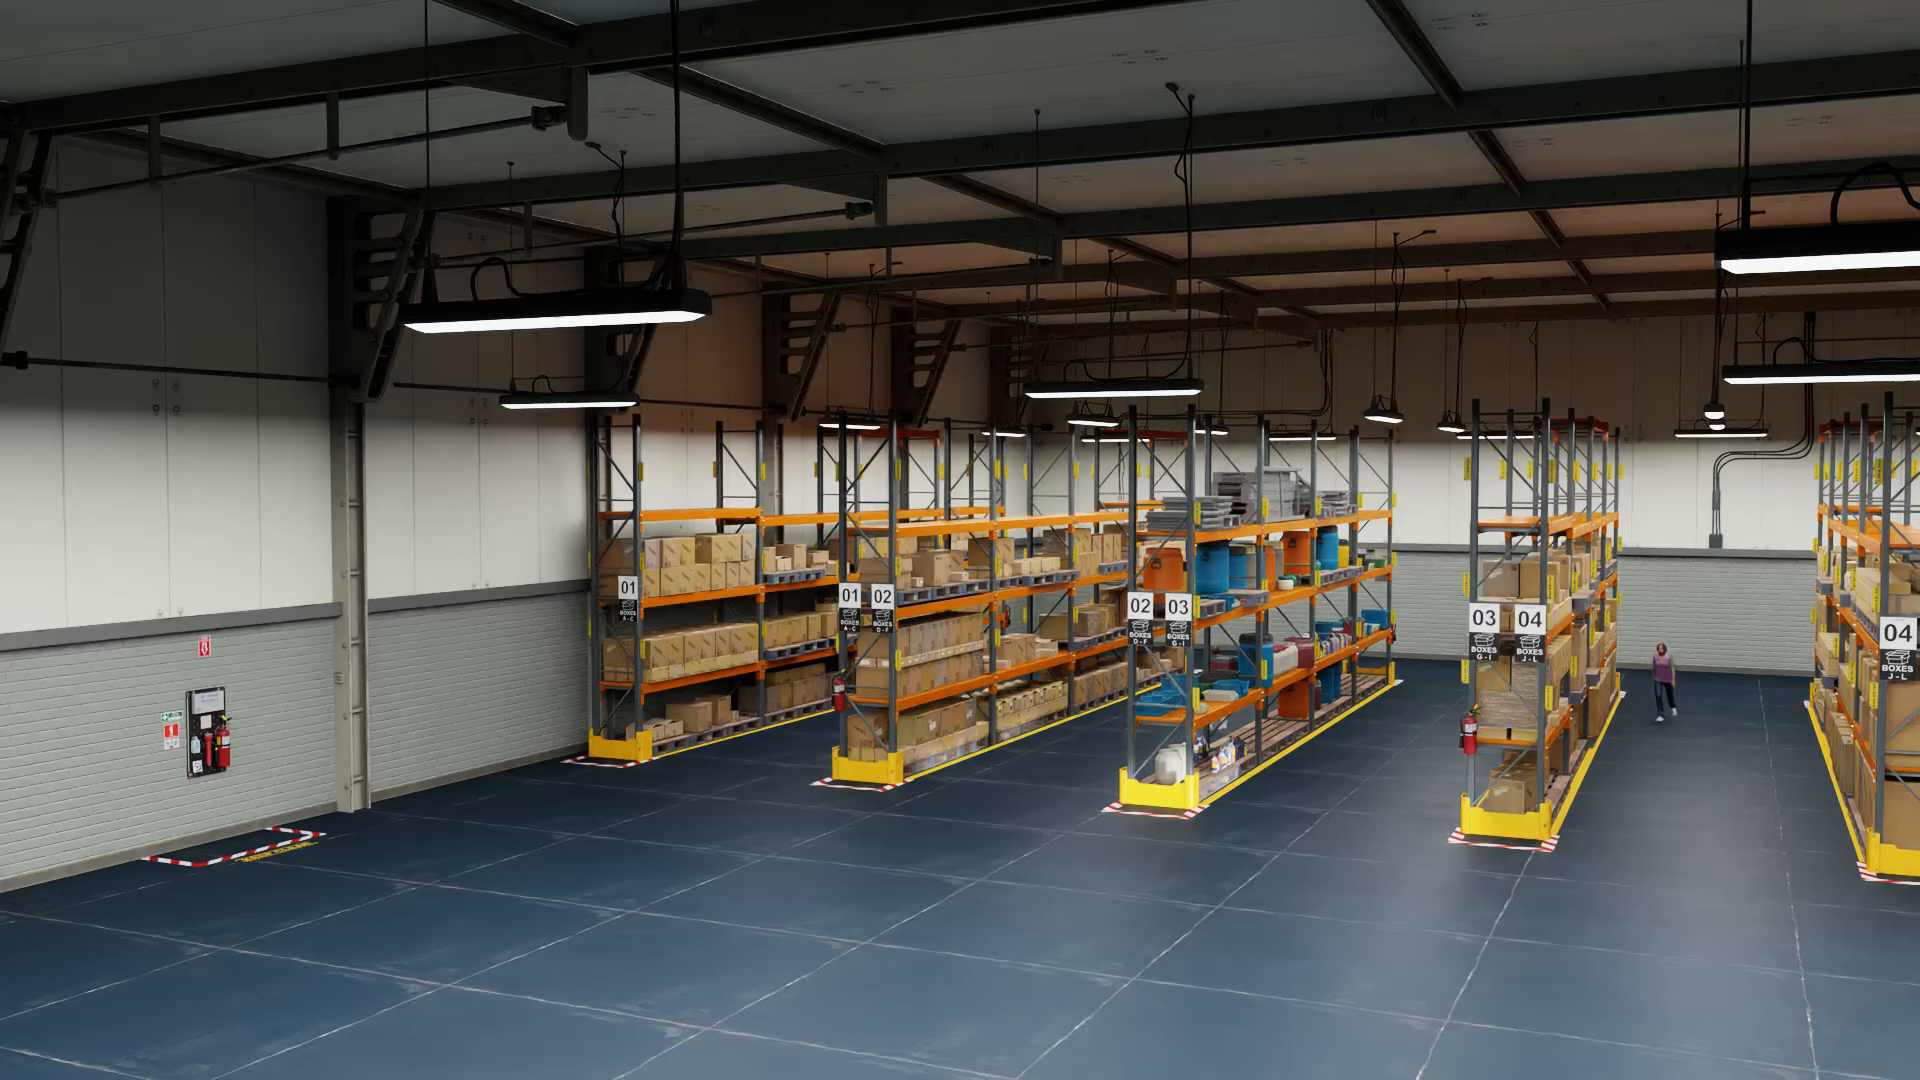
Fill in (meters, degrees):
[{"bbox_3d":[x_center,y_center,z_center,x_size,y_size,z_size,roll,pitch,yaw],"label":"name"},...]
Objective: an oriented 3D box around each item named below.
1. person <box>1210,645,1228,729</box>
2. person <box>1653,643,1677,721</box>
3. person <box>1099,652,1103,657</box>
[{"bbox_3d":[4.974,2.842,32.314,0.452,1.601,1.070,0,2,-12],"label":"person"},{"bbox_3d":[14.188,2.837,33.476,0.442,1.558,0.852,2,3,33],"label":"person"},{"bbox_3d":[3.388,2.433,41.307,0.635,1.763,0.660,0,2,0],"label":"person"}]
